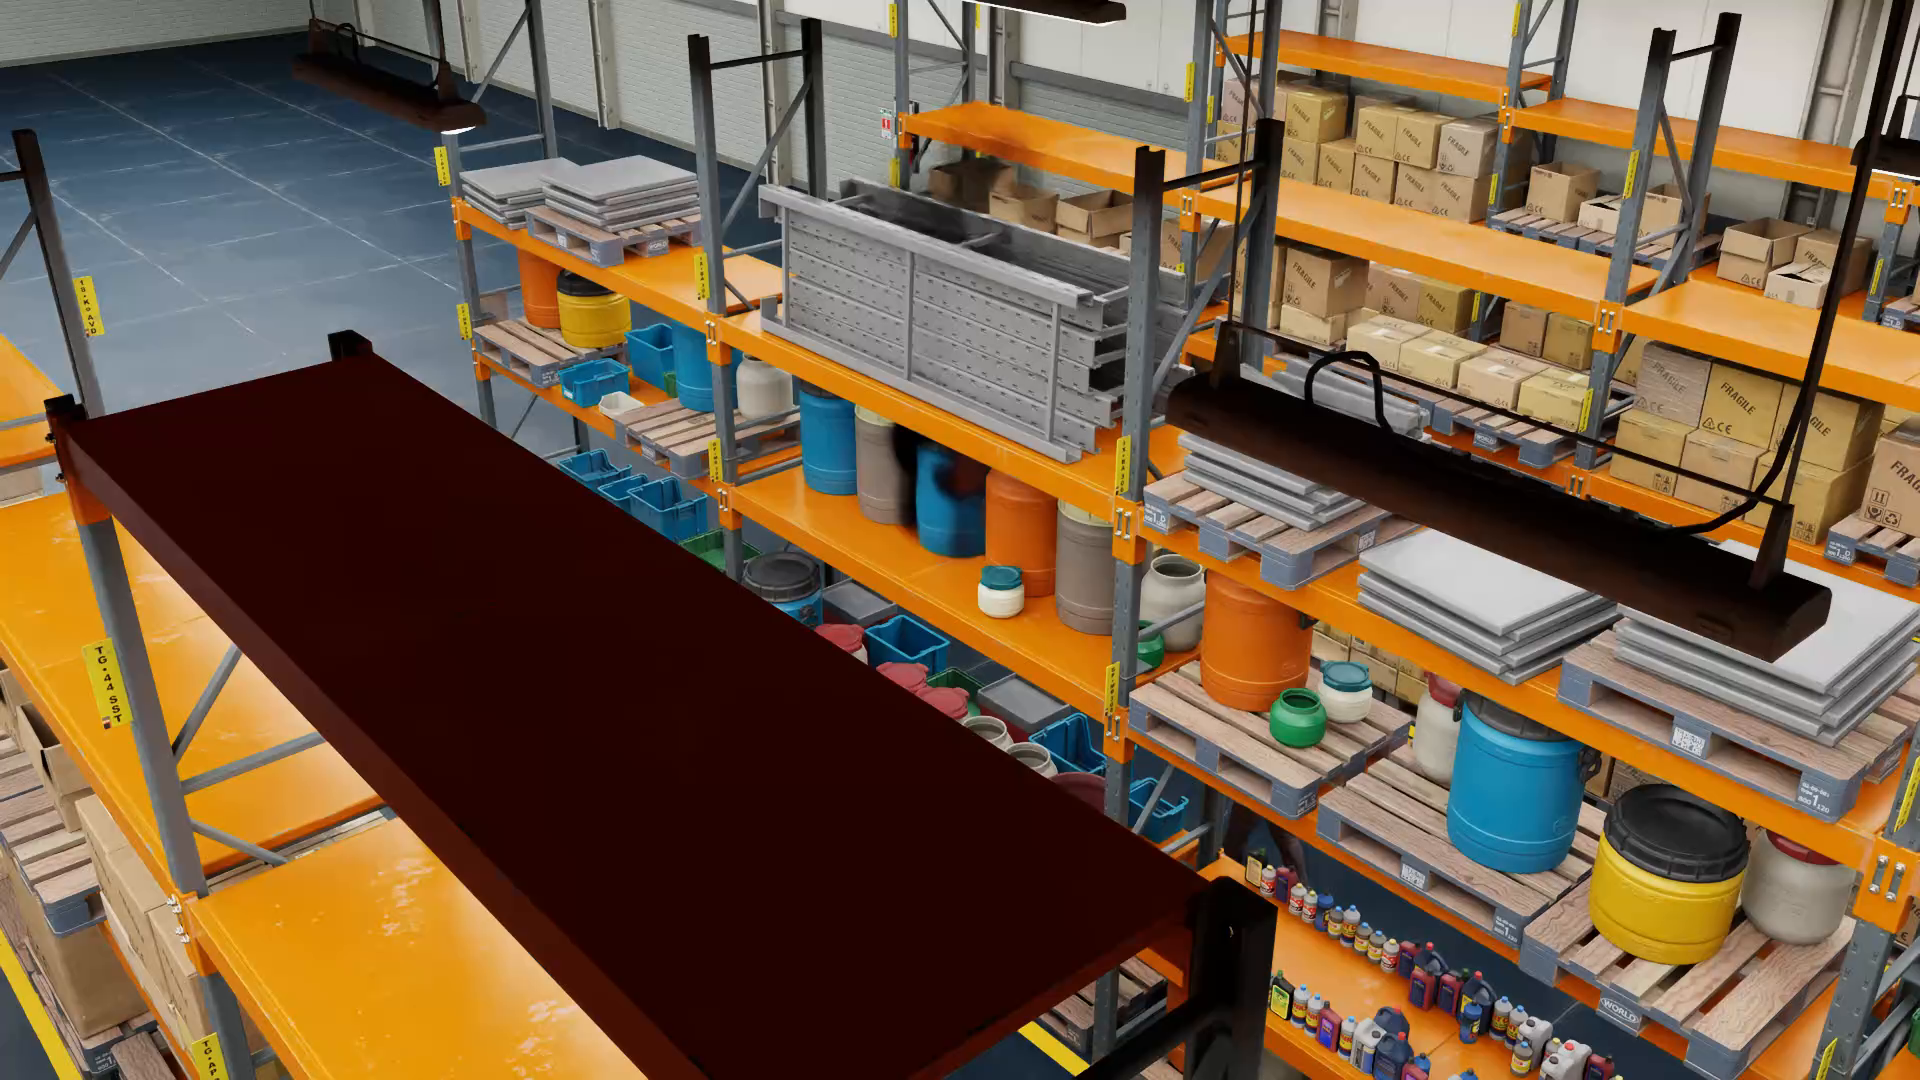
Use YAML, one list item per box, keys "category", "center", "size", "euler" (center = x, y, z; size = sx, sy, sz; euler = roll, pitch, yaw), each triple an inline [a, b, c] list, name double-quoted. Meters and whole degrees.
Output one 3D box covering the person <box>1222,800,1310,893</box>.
- category: "person"
  center: [2.102, 1.765, 11.578]
  size: [0.856, 1.756, 0.652]
  euler: [22, 34, 37]
